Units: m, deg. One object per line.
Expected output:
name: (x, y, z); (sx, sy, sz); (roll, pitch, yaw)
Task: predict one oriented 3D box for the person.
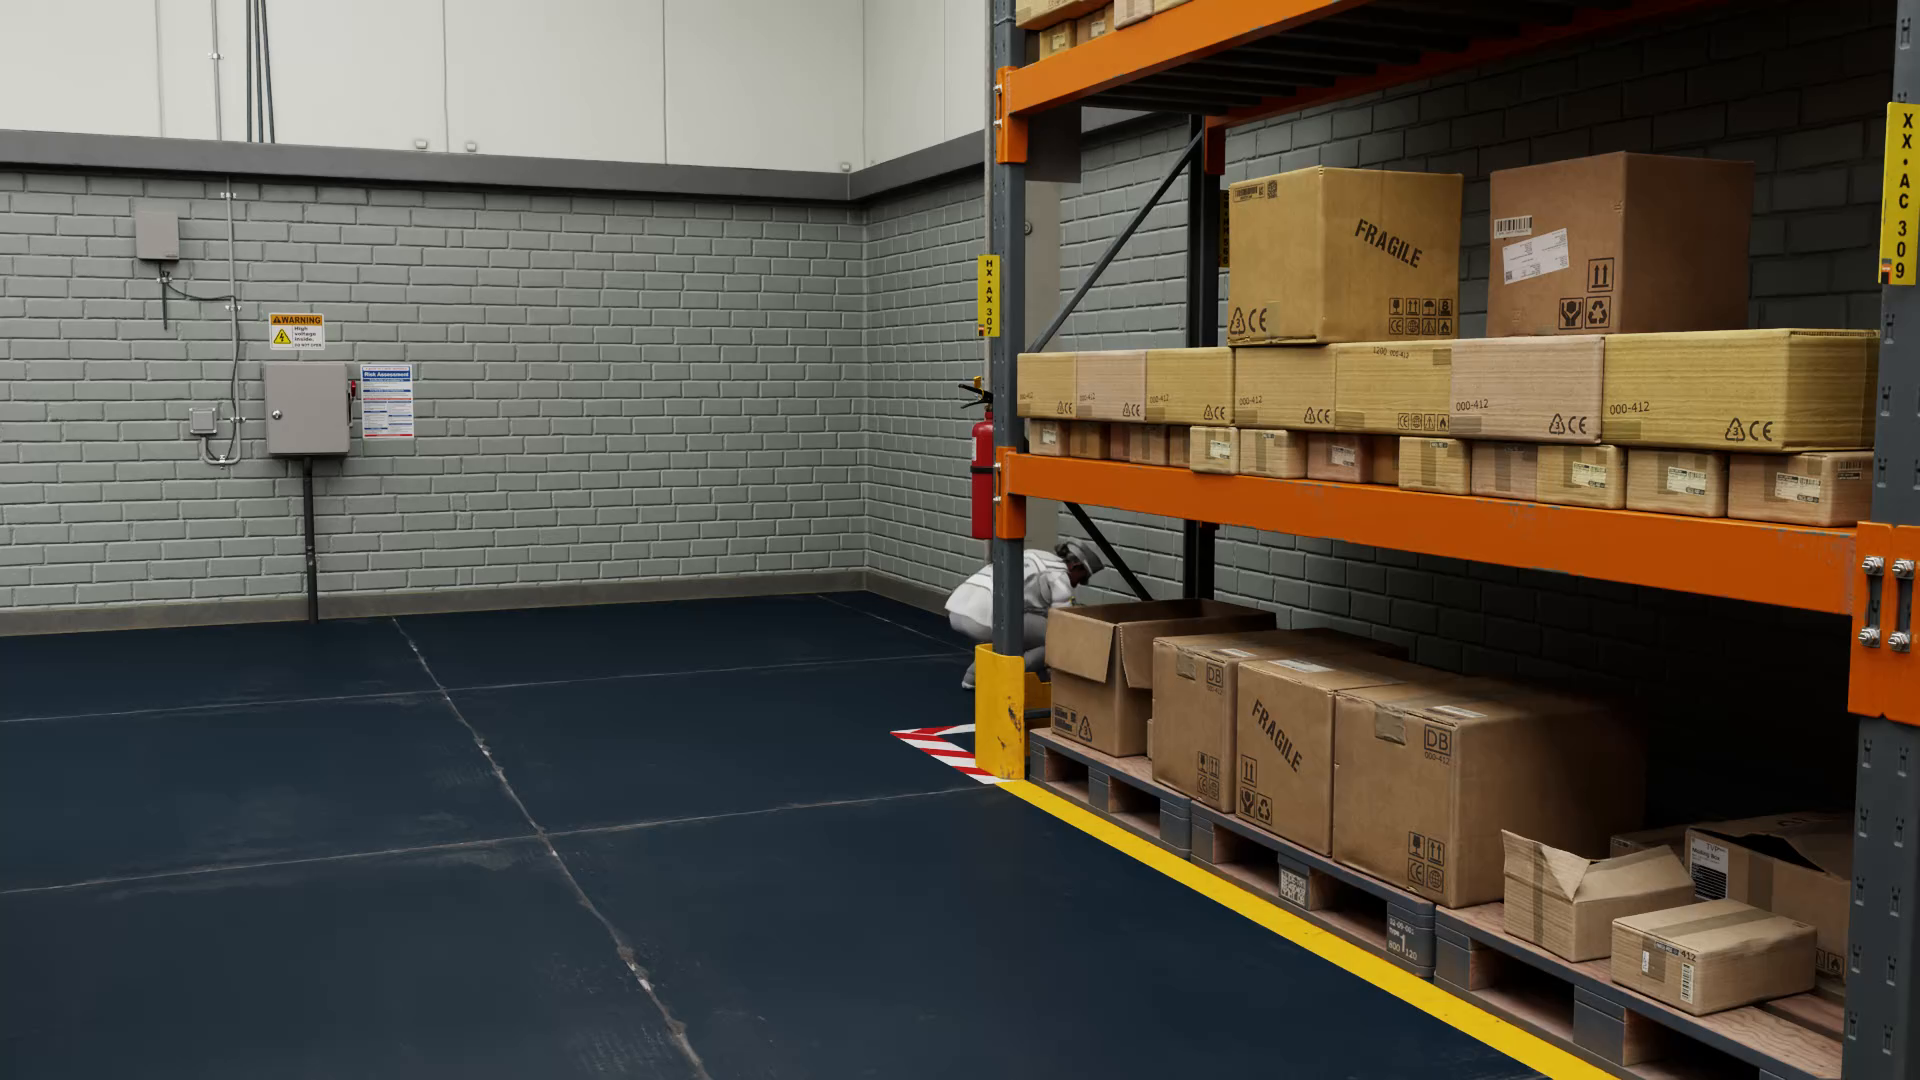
person: (0.356, 0.421, 8.577); (0.896, 0.851, 0.475); (-3, 6, -25)
